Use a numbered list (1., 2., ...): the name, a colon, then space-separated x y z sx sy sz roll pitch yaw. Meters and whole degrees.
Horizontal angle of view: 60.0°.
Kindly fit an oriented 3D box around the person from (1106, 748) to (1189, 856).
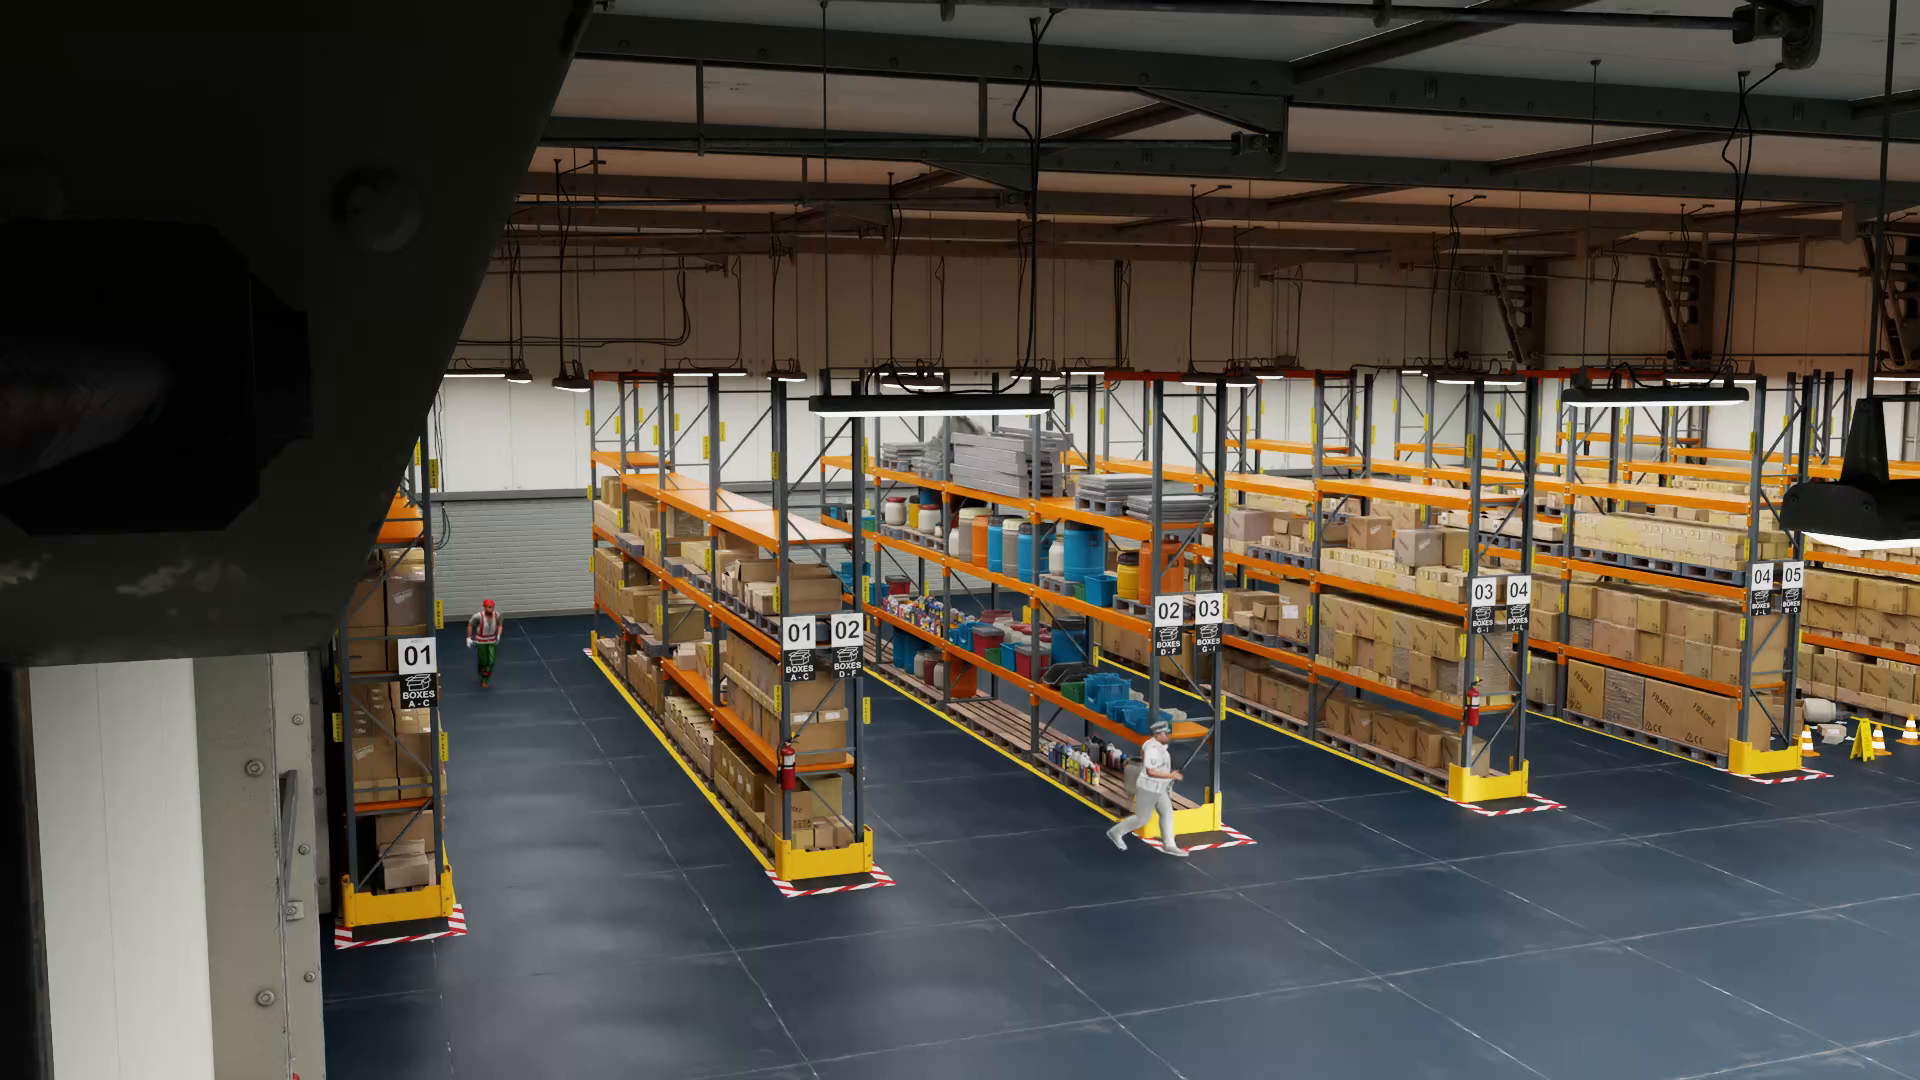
1. person: 2.374 3.300 20.980 1.022 1.375 0.442 2 7 20

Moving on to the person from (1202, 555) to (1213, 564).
1. person: 6.122 0.899 40.978 0.619 1.842 0.621 6 9 41

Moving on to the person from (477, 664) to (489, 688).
1. person: -9.111 2.571 31.773 0.197 0.463 0.560 -5 8 -38
